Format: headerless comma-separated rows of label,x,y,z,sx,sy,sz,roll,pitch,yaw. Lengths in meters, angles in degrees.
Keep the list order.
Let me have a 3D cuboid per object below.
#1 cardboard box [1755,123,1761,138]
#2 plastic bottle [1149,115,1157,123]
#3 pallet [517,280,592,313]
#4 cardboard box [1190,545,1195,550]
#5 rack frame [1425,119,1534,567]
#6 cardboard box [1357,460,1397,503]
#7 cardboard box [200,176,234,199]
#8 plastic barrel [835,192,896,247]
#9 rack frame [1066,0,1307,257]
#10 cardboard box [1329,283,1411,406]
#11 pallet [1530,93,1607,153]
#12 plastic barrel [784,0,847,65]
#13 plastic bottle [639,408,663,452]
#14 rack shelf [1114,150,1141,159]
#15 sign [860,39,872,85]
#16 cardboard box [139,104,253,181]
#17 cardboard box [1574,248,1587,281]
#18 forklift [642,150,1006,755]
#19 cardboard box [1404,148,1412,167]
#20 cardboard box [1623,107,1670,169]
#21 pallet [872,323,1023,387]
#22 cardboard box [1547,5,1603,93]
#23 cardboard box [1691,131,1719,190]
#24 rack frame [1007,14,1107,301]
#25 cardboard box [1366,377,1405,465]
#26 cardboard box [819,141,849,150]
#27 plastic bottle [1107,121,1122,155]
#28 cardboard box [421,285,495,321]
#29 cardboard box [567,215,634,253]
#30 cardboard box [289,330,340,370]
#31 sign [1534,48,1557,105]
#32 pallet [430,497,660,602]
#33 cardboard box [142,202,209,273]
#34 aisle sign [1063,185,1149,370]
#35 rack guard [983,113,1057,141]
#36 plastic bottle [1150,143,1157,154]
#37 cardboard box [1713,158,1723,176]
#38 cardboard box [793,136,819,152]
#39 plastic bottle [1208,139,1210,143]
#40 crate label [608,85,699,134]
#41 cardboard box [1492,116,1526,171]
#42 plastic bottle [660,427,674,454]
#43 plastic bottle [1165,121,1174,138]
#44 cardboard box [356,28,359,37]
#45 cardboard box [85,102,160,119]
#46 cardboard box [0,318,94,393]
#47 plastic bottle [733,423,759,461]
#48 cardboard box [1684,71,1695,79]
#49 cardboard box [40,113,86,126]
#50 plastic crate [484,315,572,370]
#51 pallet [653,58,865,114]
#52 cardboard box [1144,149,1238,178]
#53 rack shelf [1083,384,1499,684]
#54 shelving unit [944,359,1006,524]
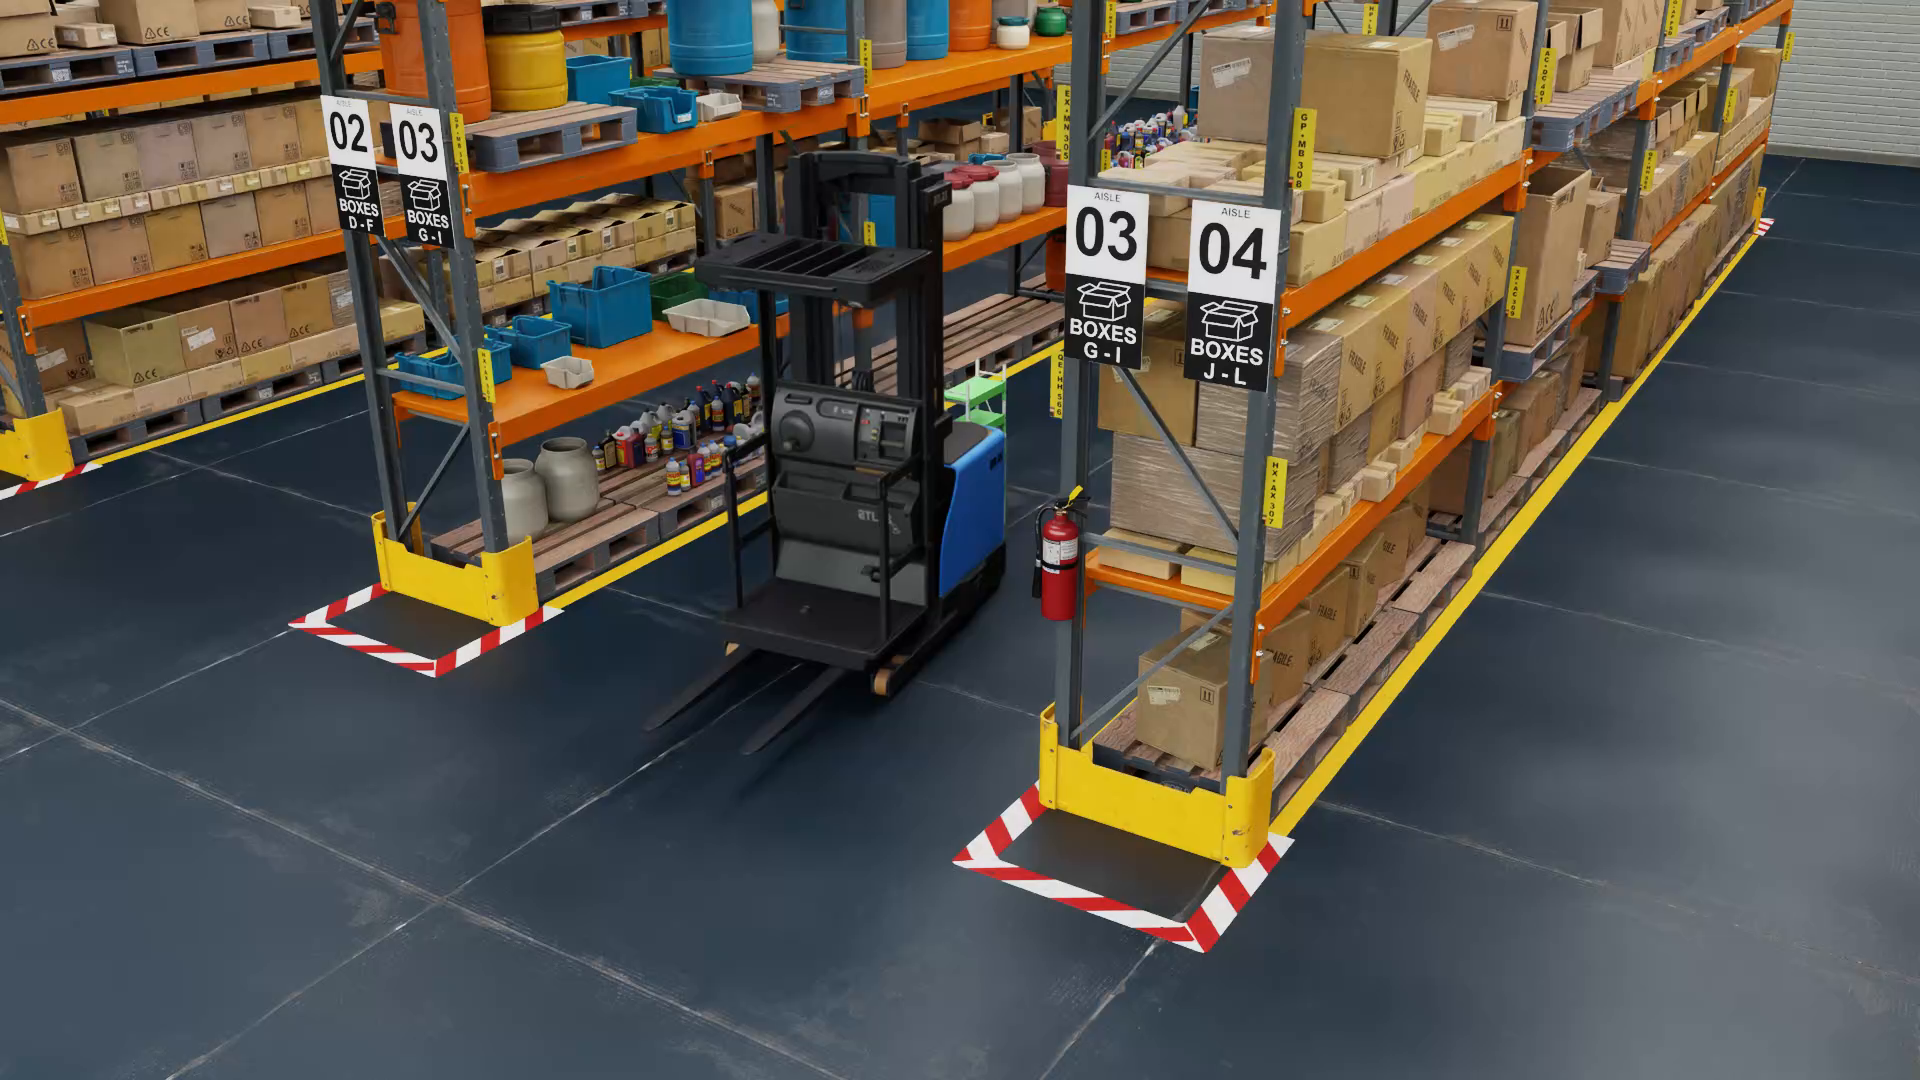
cardboard box,9.061,-4.766,19.300,0.380,0.149,0.250,14,27,30
plastic bottle,2.208,-4.723,19.046,0.097,0.271,0.097,0,23,0
pallet,-4.375,-2.745,17.826,1.003,0.211,1.213,14,27,29
cardboard box,1.038,-0.036,8.373,0.380,0.149,0.250,14,27,29
rack frame,3.041,-1.277,10.925,1.000,3.000,0.127,14,27,29
cardboard box,2.158,-0.344,9.086,0.380,0.149,0.250,14,27,29
cardboard box,-6.282,-2.954,13.856,0.380,0.149,0.250,14,27,29
plastic barrel,-0.706,-2.612,13.378,0.600,0.901,0.708,14,27,29
rack frame,0.931,-2.680,6.615,1.000,3.000,0.127,14,27,29
cardboard box,1.985,-1.033,8.603,0.500,0.500,0.500,14,27,29
pallet,3.457,-2.754,10.796,1.213,0.211,1.003,14,27,29
plastic barrel,-1.083,-4.139,13.129,0.600,0.901,0.708,14,27,29
plastic bottle,-2.367,-0.846,12.710,0.144,0.351,0.185,15,28,31
rack shelf,1.998,-4.010,18.143,1.077,0.370,4.000,14,27,29
sign,-0.705,-3.577,12.450,0.100,0.325,0.005,14,27,29
cardboard box,-6.396,-3.337,13.923,0.700,0.500,0.500,14,27,29
cardboard box,4.501,-2.139,12.556,0.396,0.266,0.258,13,27,27
forklift,-0.766,-0.630,9.516,1.130,2.935,3.031,10,25,22
cardboard box,2.080,-1.988,8.479,0.380,0.149,0.250,14,27,28
cardboard box,5.896,-3.596,14.893,0.797,0.503,0.637,15,27,30
pallet,-0.143,-1.722,15.463,1.003,0.211,1.213,14,27,29
cardboard box,3.869,-3.350,11.279,0.797,0.503,0.637,15,28,31
cardboard box,7.246,-3.808,16.646,0.500,0.500,0.500,14,27,29
rack frame,0.943,-3.665,16.441,1.000,3.000,0.127,14,27,29
cardboard box,1.980,-0.810,9.344,0.875,0.500,0.500,14,27,29
cardboard box,-1.615,-4.997,22.111,0.500,0.500,0.500,13,26,27
plastic bottle,1.684,-4.407,18.216,0.144,0.351,0.185,14,27,29
cardboard box,-4.950,-2.370,16.381,0.500,0.250,0.500,13,27,28
cardboard box,-3.867,-3.318,17.865,0.500,0.311,0.500,14,27,29
cardboard box,-5.955,-1.745,14.937,0.500,0.250,0.500,14,27,29
sign,3.506,-2.780,9.970,0.100,0.325,0.005,14,27,29
pallet,-2.844,0.006,11.471,1.003,0.211,1.213,14,27,29
cardboard box,-6.686,-2.550,13.739,0.700,0.500,0.500,14,27,29
aisle sign,0.643,-1.162,7.387,0.394,0.787,0.004,14,27,29
rack guard,0.917,-6.232,25.516,1.175,0.500,0.348,14,27,29
plastic bottle,2.018,-4.030,17.445,0.097,0.271,0.097,0,23,0
cardboard box,7.700,-3.892,17.282,0.380,0.149,0.250,14,27,29
cardboard box,-2.143,-5.004,21.182,0.500,0.250,0.500,14,27,29
plastic bottle,2.749,-4.552,18.550,0.144,0.351,0.185,14,27,29
crate label,-2.009,-2.836,10.937,0.502,0.251,0.408,14,27,29
cardboard box,3.022,-2.377,9.877,0.500,0.250,0.500,15,28,31
plastic bottle,-2.241,-0.767,12.715,0.097,0.201,0.097,0,23,0
plastic bottle,2.408,-4.705,19.092,0.097,0.201,0.097,0,23,0
cardboard box,-7.455,-6.485,21.484,0.500,0.250,0.500,15,27,30
cardboard box,-9.286,-4.804,18.392,0.700,0.500,0.500,14,27,29
cardboard box,-7.453,-1.523,13.481,0.500,0.500,0.500,14,27,29
plastic bottle,-1.622,-0.762,12.609,0.152,0.276,0.135,14,27,30
cardboard box,7.544,-4.769,17.860,0.500,0.500,0.500,14,27,29
cardboard box,-9.570,-4.452,17.477,0.500,0.500,0.500,14,27,29
plastic crate,-2.920,-1.347,11.272,0.499,0.251,0.408,14,27,29
pallet,-1.464,-3.341,12.154,1.213,0.211,1.003,14,27,29
cardboard box,1.100,-1.756,7.941,0.380,0.149,0.250,13,26,27
rack shelf,1.986,-0.272,9.509,1.077,0.370,4.000,14,27,29
shelving unit,0.087,-0.606,11.641,0.258,1.200,0.503,14,27,29
